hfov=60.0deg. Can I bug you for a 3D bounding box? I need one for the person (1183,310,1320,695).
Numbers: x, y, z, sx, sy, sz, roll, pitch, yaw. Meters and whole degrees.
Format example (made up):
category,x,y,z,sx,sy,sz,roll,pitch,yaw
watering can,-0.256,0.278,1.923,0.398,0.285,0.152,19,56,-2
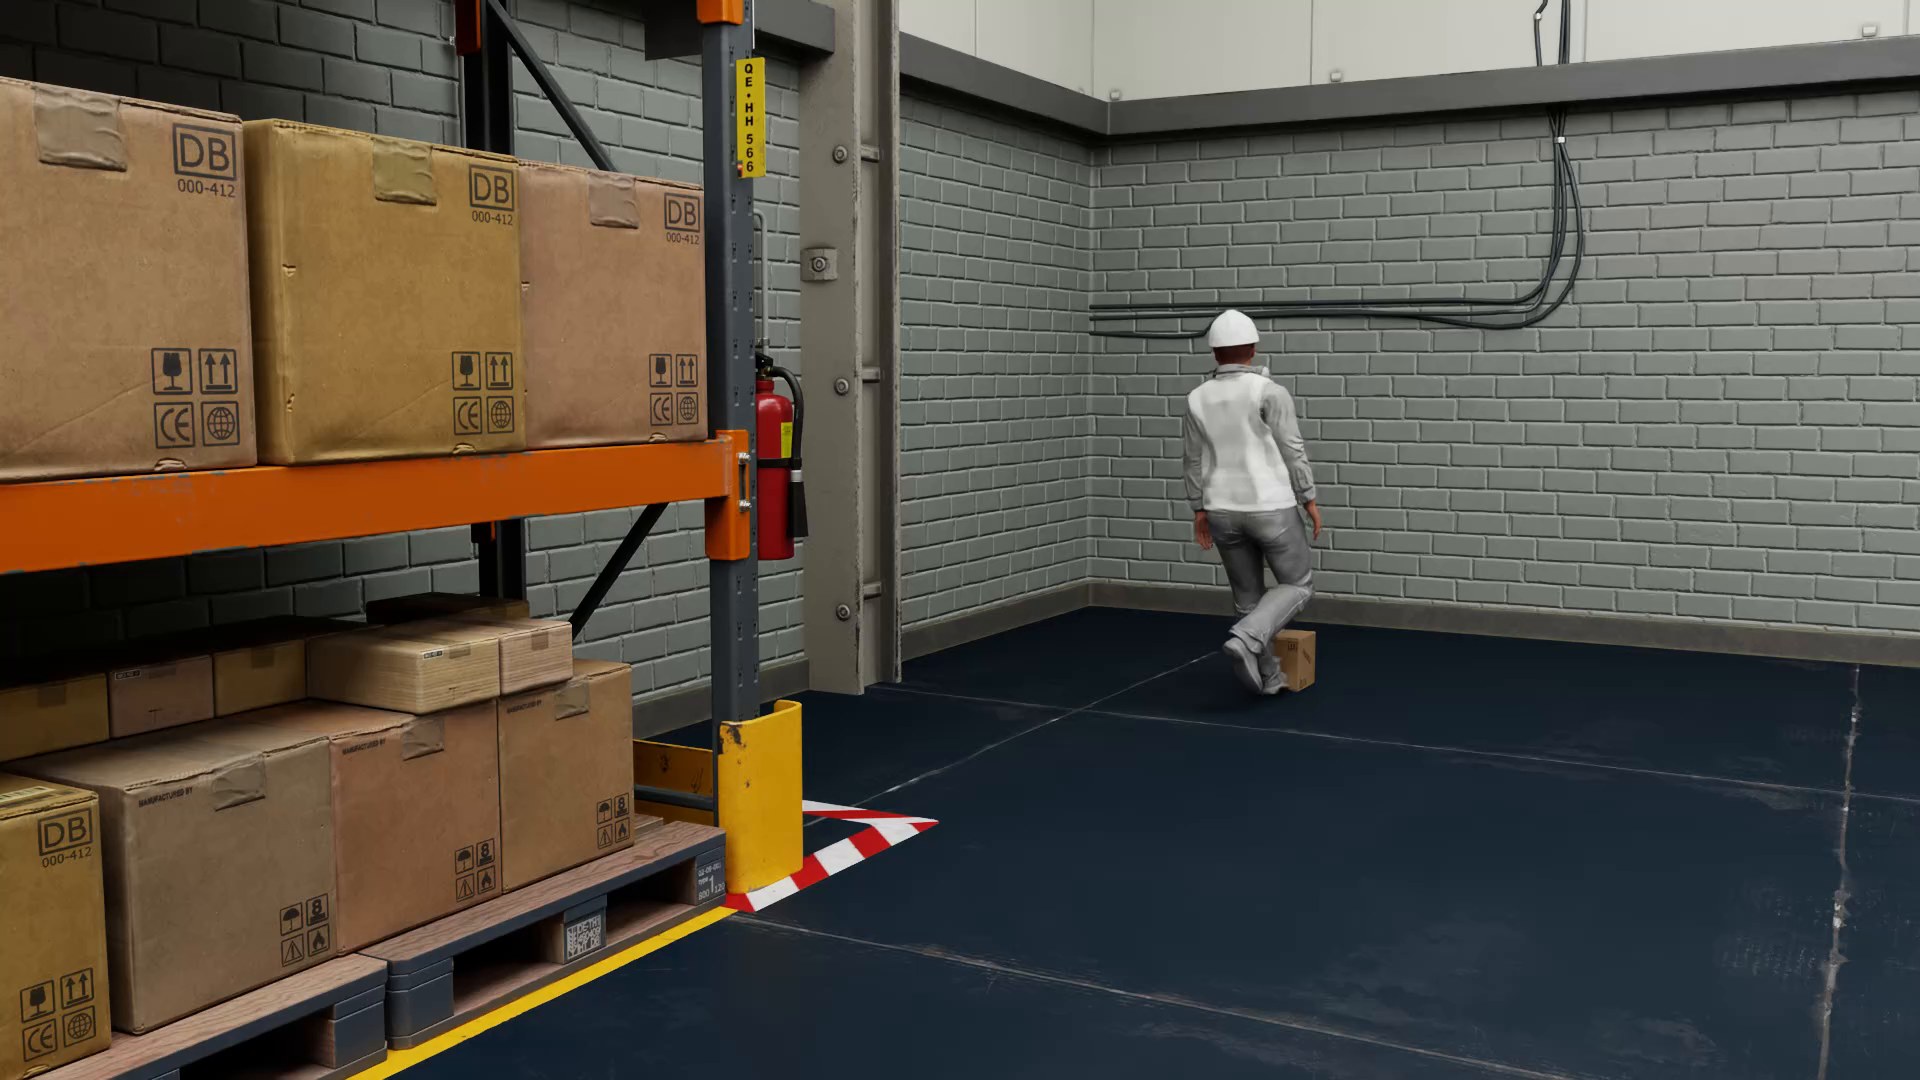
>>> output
category,x,y,z,sx,sy,sz,roll,pitch,yaw
person,1.348,-0.150,7.485,0.609,1.748,0.735,4,7,37
